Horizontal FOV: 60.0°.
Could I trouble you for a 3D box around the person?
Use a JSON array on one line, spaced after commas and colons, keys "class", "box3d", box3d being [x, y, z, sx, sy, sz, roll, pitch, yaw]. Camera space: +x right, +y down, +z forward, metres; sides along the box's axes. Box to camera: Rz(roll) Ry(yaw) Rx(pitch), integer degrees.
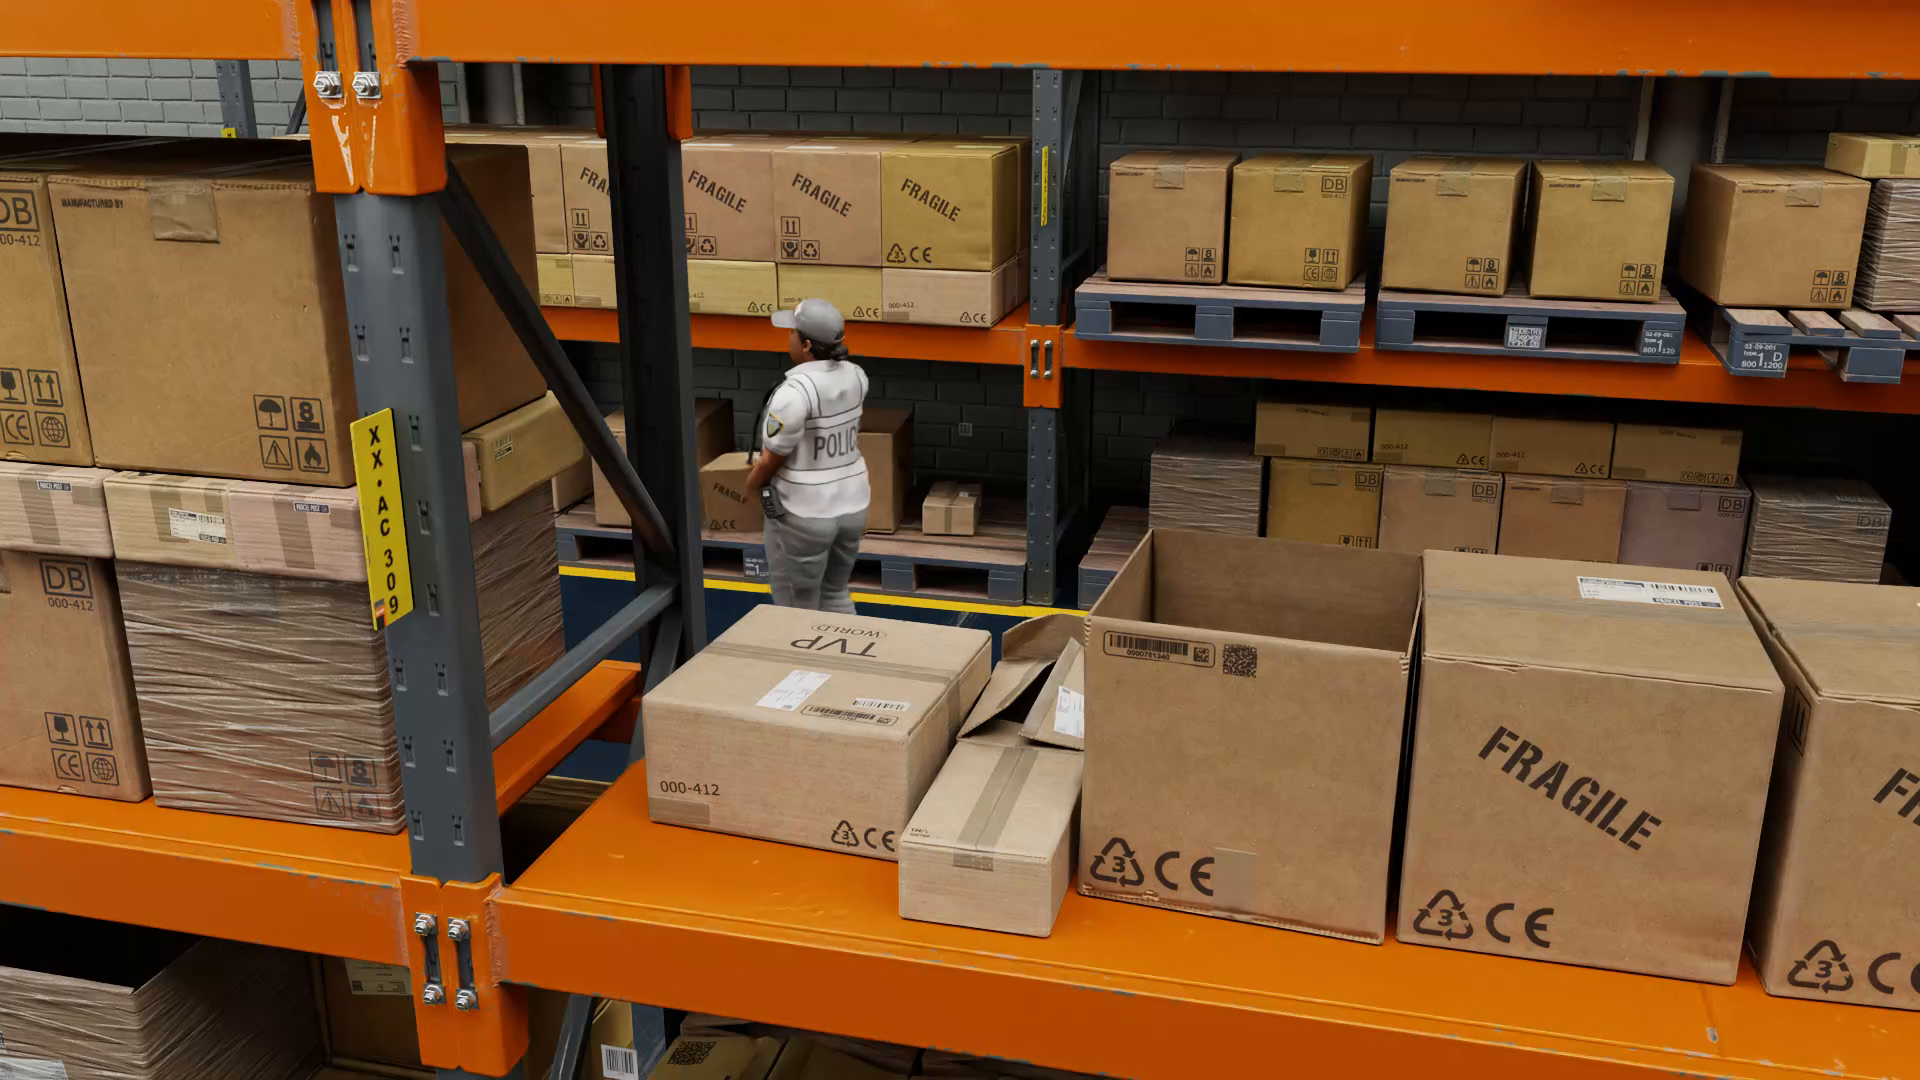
[{"class": "person", "box3d": [-0.605, -0.111, 6.380, 0.497, 1.670, 0.486, 13, 22, 33]}]
